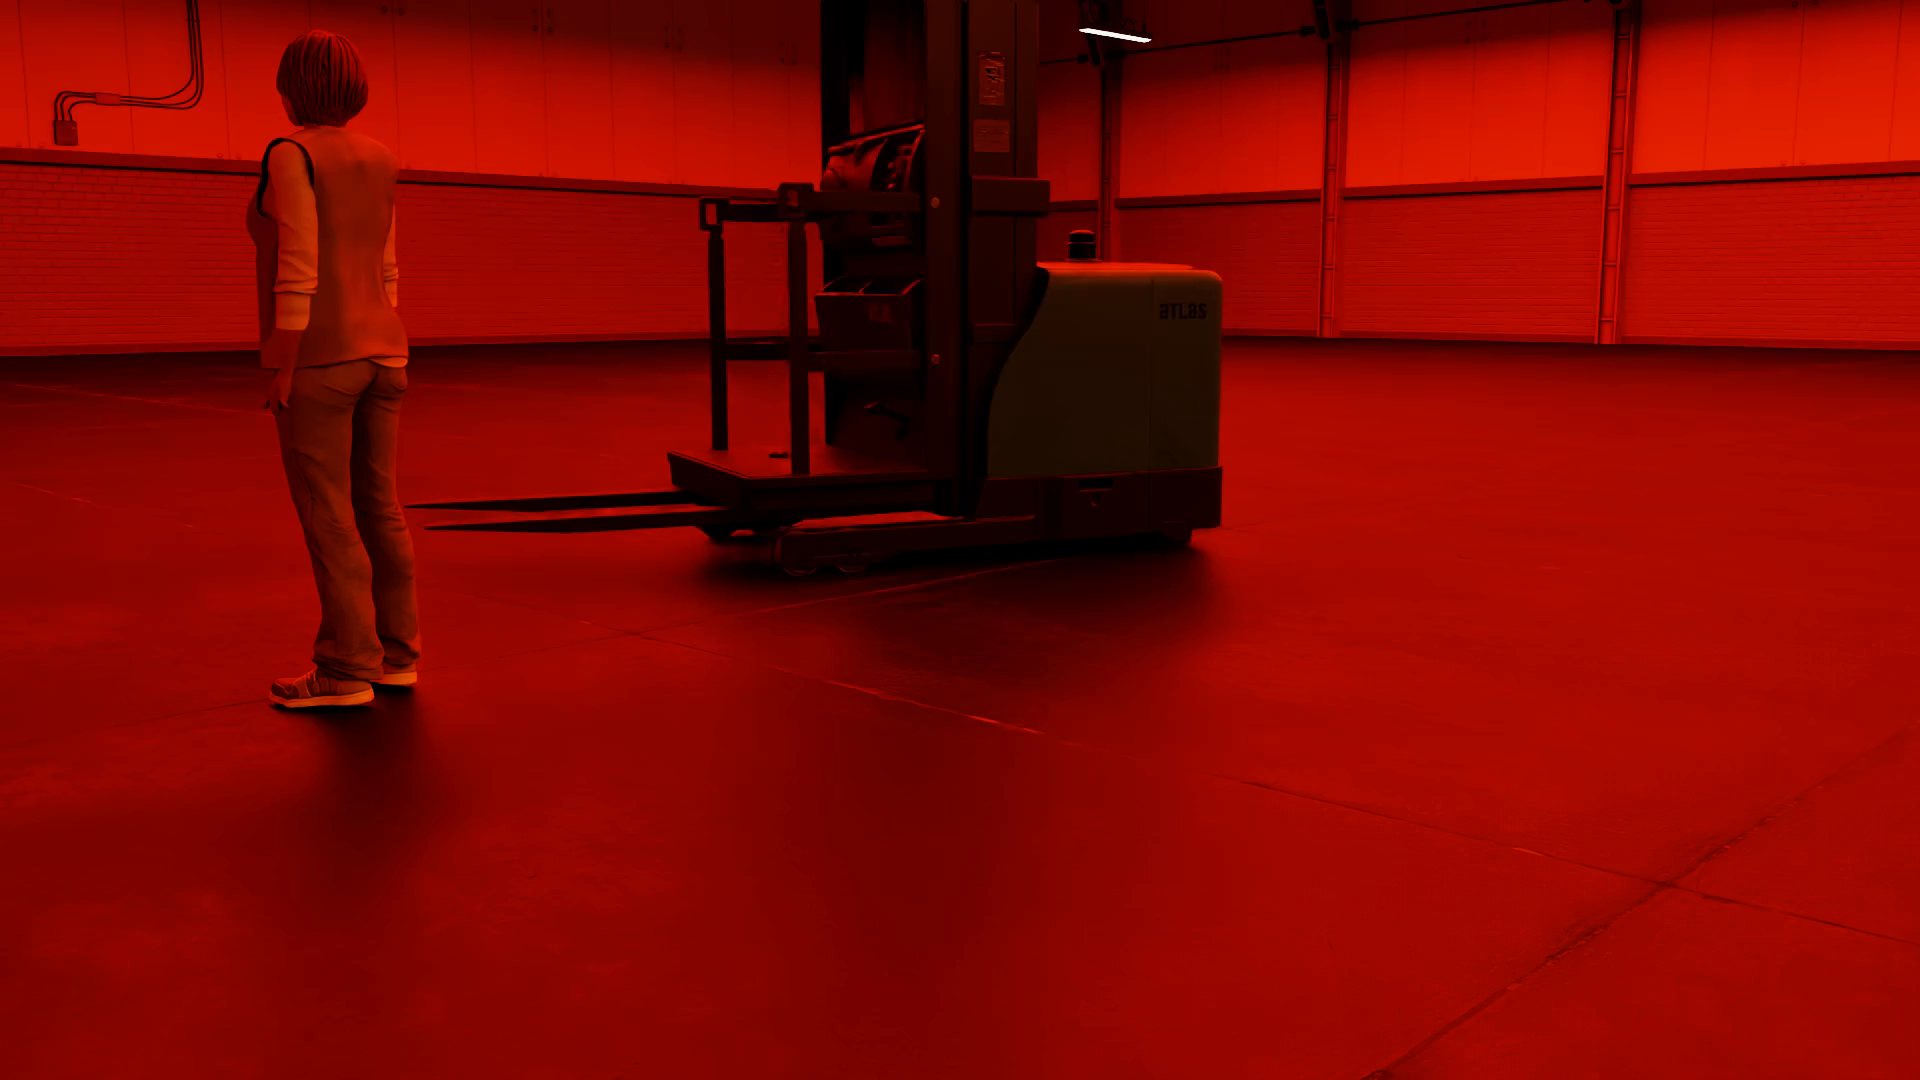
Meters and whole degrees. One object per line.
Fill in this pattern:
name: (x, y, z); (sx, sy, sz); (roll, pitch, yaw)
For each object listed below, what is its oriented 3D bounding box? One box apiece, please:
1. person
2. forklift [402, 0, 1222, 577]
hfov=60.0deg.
person: (-1.510, -0.400, 4.008); (0.328, 1.602, 0.410); (3, 9, 20)
forklift: (-0.524, -1.407, 6.221); (3.031, 2.935, 1.130); (-4, 9, -24)
